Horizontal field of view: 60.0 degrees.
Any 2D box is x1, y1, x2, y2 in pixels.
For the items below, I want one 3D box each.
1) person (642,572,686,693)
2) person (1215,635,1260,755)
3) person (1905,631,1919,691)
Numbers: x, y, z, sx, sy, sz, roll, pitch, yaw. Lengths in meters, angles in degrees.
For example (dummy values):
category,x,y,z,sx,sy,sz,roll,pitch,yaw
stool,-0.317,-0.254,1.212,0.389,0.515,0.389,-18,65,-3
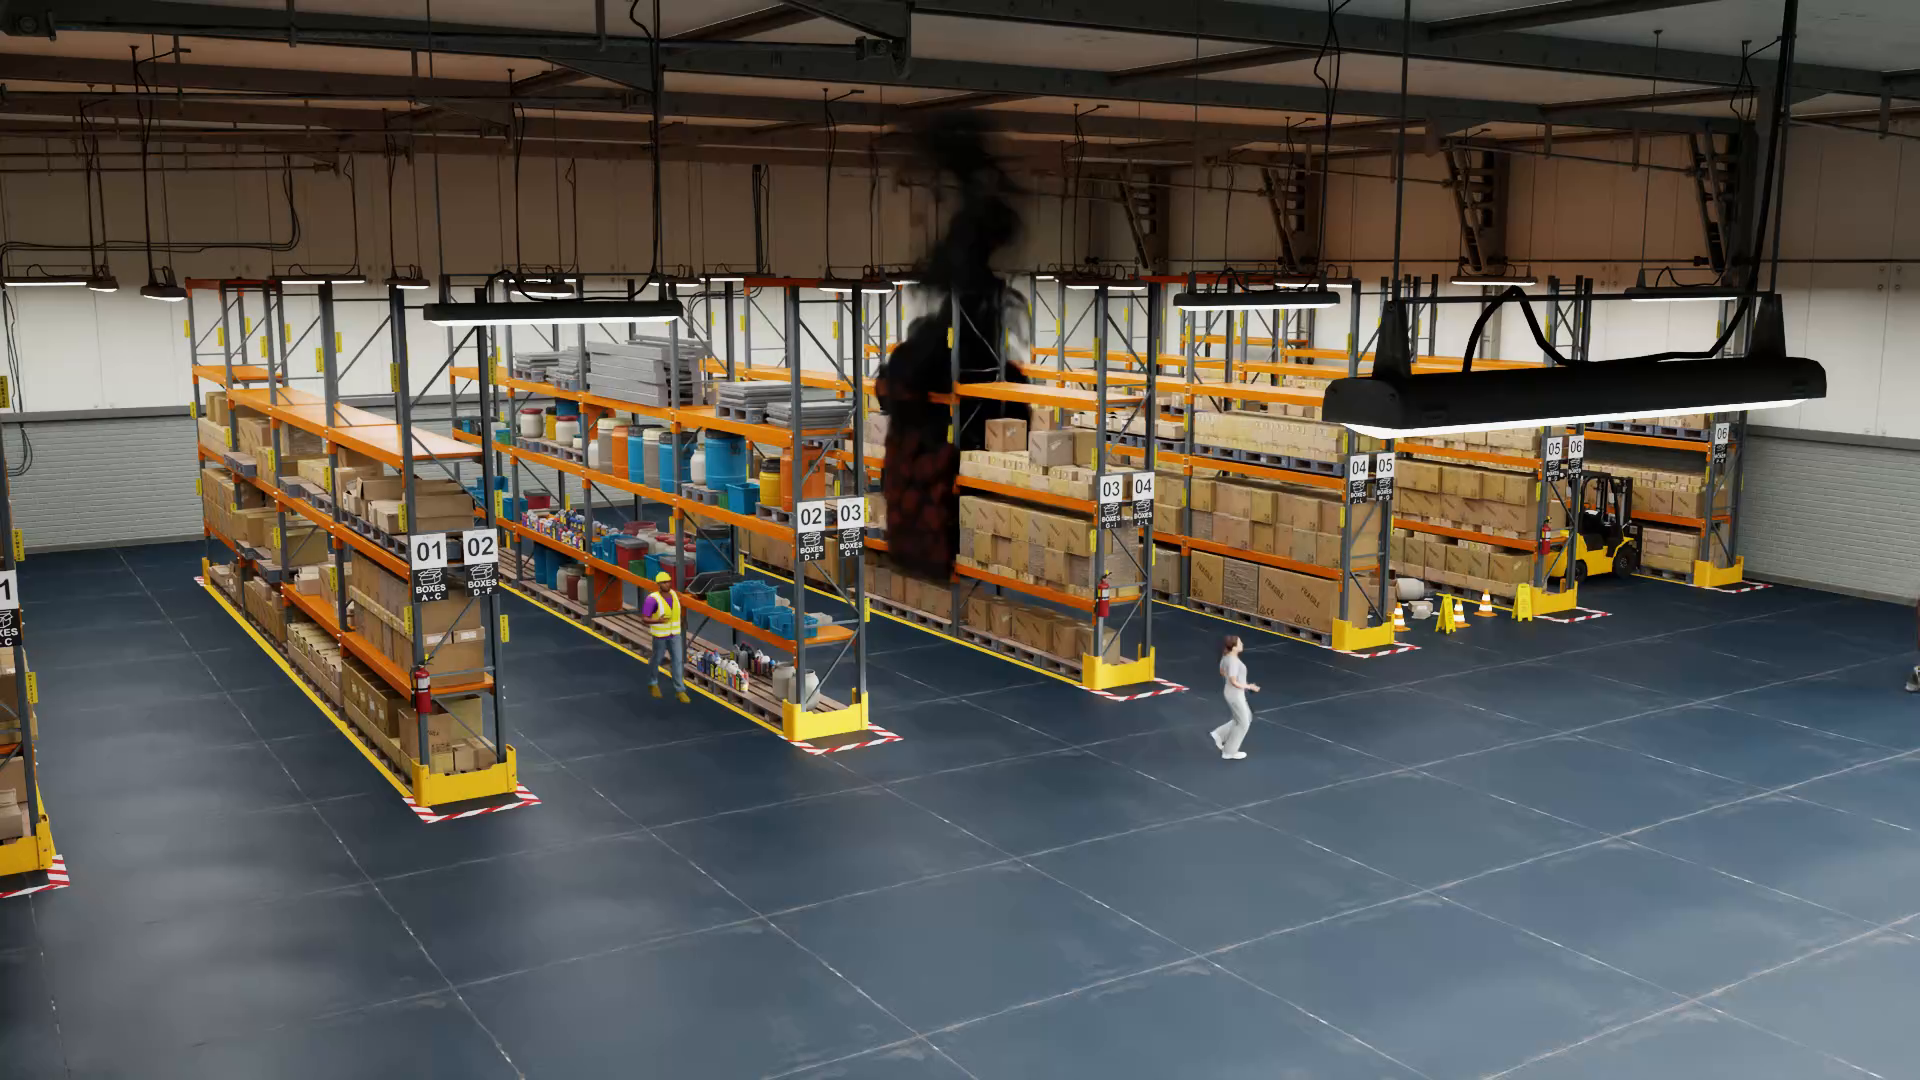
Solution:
category,x,y,z,sx,sy,sz,roll,pitch,yaw
person,-4.092,1.264,22.952,0.667,1.683,0.731,-8,12,-39
person,3.543,1.971,21.226,0.526,1.569,0.560,0,10,0
person,14.364,1.409,24.495,0.653,1.715,0.650,2,10,10
